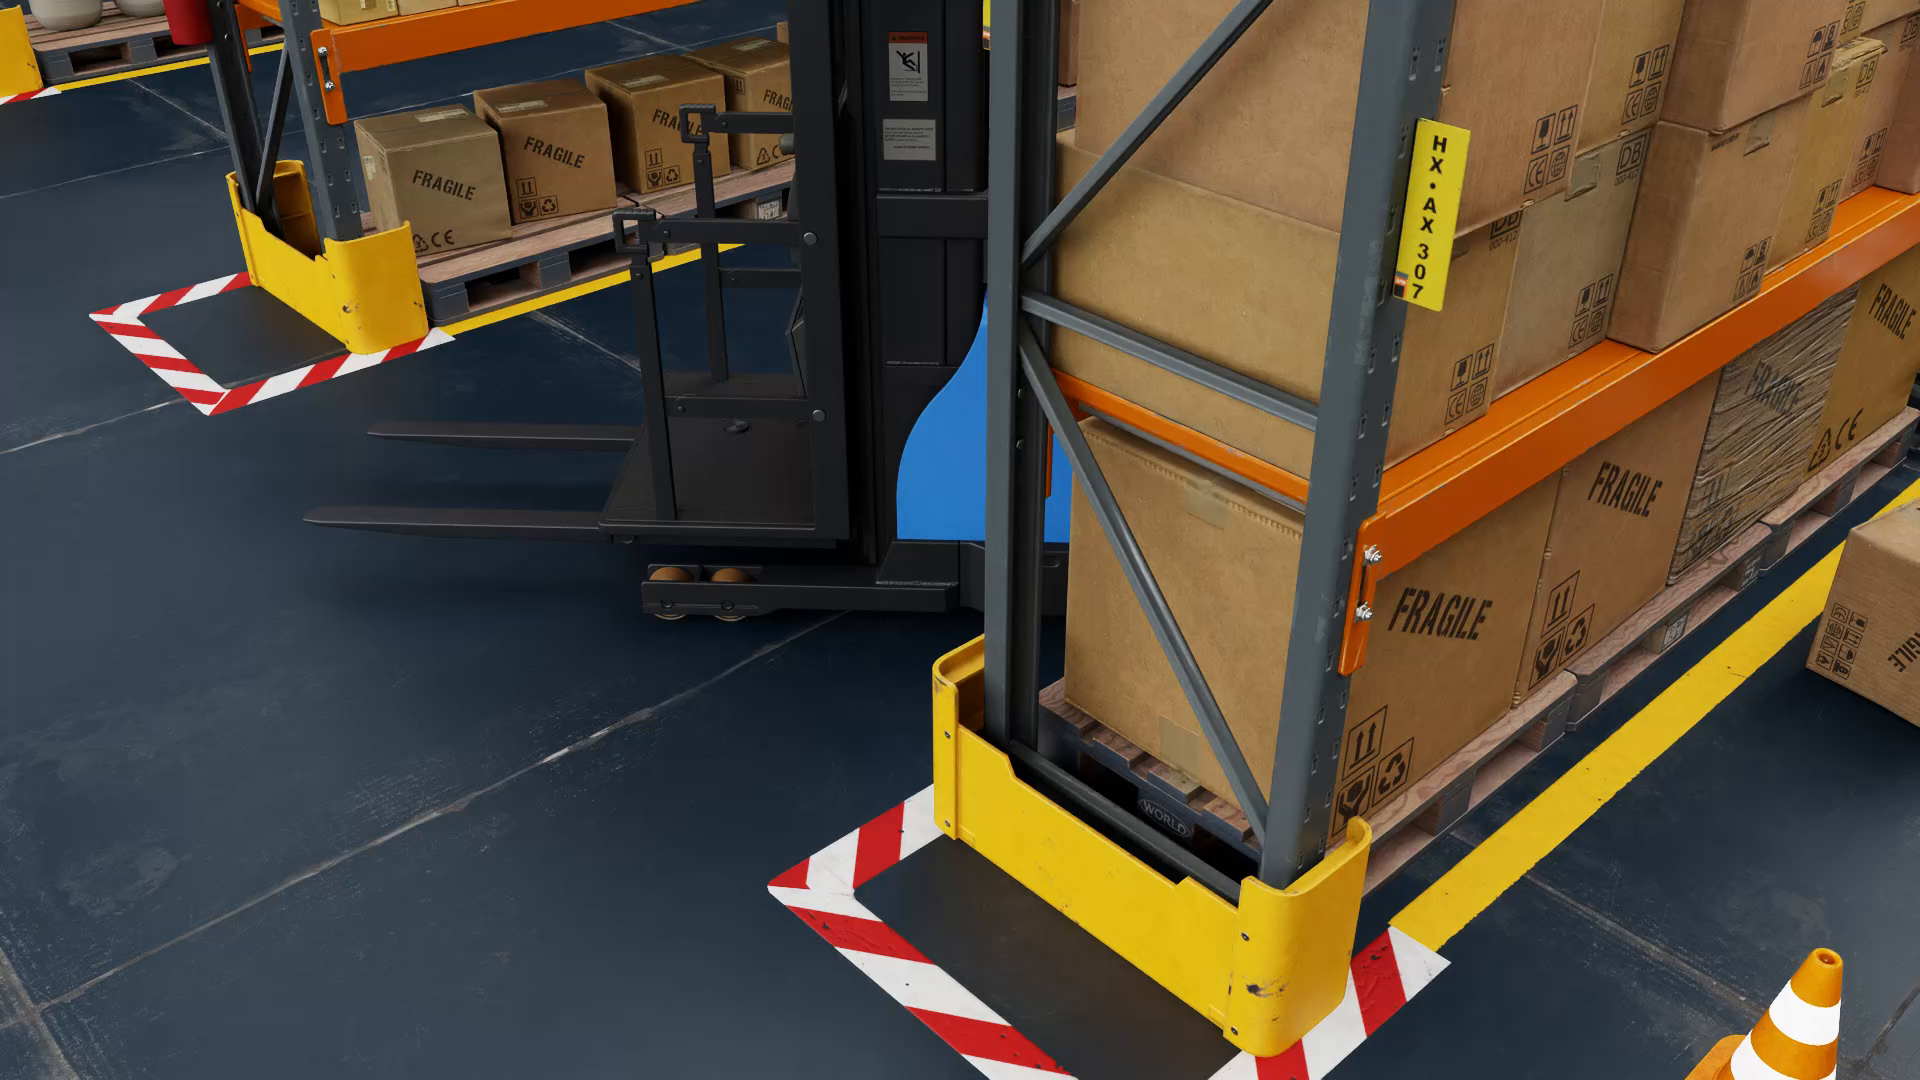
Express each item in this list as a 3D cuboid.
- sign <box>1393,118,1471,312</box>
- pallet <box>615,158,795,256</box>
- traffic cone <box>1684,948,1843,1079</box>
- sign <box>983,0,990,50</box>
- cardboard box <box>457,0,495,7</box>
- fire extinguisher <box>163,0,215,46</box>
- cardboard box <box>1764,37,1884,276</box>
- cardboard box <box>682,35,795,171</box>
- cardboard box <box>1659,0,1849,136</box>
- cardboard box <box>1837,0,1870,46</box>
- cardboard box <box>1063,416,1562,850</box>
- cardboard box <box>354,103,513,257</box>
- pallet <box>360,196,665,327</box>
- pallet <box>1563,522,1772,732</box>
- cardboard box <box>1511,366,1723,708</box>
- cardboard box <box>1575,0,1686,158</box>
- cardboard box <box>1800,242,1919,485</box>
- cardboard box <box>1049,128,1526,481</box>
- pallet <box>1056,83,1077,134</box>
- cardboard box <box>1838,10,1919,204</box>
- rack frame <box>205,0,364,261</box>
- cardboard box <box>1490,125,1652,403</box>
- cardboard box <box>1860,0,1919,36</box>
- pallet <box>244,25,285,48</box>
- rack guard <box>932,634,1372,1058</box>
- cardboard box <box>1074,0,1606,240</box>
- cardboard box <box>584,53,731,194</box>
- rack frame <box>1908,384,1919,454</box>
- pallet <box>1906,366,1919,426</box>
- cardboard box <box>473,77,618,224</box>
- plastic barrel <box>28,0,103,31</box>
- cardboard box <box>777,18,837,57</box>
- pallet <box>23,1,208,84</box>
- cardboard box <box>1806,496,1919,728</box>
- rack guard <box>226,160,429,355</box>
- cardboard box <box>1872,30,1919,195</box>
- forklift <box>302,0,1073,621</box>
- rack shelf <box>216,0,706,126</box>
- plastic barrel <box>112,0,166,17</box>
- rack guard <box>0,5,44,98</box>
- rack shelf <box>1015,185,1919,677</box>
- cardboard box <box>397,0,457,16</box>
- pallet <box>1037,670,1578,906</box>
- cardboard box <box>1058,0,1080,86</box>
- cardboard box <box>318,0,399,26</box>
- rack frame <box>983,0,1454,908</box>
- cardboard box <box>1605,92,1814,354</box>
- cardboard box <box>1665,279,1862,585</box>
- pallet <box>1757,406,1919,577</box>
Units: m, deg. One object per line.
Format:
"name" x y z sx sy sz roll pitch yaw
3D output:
"sign" 0.817 -0.561 2.887 0.005 0.325 0.100 -26 40 -35
"pallet" -1.285 -1.848 8.570 1.213 0.211 1.003 -26 40 -35
"traffic cone" 1.799 1.065 3.565 0.334 0.463 0.336 -26 40 -35
"sign" 0.085 -1.180 3.468 0.005 0.325 0.100 -26 40 -35
"cardboard box" -2.094 -2.373 6.996 0.250 0.149 0.380 -26 40 -35
"fire extinguisher" -3.252 -2.408 6.888 0.183 0.674 0.296 -26 40 -35
"cardboard box" 1.930 -1.143 4.601 0.500 0.550 0.875 -26 40 -35
"cardboard box" -1.059 -2.254 8.555 0.500 0.500 0.500 25 39 35
"cardboard box" 1.586 -1.391 3.971 0.550 0.550 0.875 -26 40 -35
"cardboard box" 1.886 -1.629 4.360 0.500 0.550 0.875 -26 40 -35
"cardboard box" 0.896 0.089 4.363 0.875 0.875 0.875 -26 40 -35
"cardboard box" -2.385 -1.634 7.540 0.500 0.500 0.500 -18 36 -27
"pallet" -2.179 -1.418 7.866 1.213 0.211 1.003 -26 40 -35
"pallet" 1.871 0.073 5.428 1.213 0.211 1.003 -26 40 -35
"cardboard box" 1.540 -0.224 4.875 0.875 0.875 0.875 -27 40 -36
"cardboard box" 1.083 -1.244 3.731 0.550 0.550 0.875 -26 40 -35
"cardboard box" 2.868 -0.868 5.928 0.875 0.875 0.875 -25 39 -35
"cardboard box" 0.685 -0.585 3.688 0.550 0.550 0.875 -26 40 -35
"pallet" 0.648 -2.812 10.146 1.213 0.211 1.003 -26 40 -35
"cardboard box" 2.250 -1.370 4.971 0.550 0.550 0.875 -26 40 -35
"rack frame" -2.855 -2.306 6.645 0.127 3.000 1.000 -26 40 -35
"cardboard box" 1.073 -0.789 4.021 0.550 0.550 0.875 -26 40 -35
"cardboard box" 2.269 -1.820 4.672 0.550 0.550 0.875 -26 40 -35
"pallet" -4.705 -3.772 11.717 1.213 0.211 1.003 -26 40 -35
"rack guard" 0.426 0.702 4.122 0.348 0.500 1.175 -26 40 -35
"cardboard box" 0.742 -1.014 3.354 0.550 0.550 0.875 -26 40 -35
"cardboard box" -1.498 -2.074 8.259 0.500 0.500 0.500 -22 38 -31
"rack frame" 3.377 -1.791 5.804 0.127 3.000 1.000 -26 40 -35
"pallet" 3.891 -0.904 7.026 1.213 0.211 1.003 -26 40 -35
"cardboard box" -1.970 -1.859 7.908 0.500 0.500 0.500 -15 35 -23
"plastic barrel" -5.792 -3.581 10.713 0.421 0.512 0.421 0 31 0
"cardboard box" -0.657 -2.505 8.964 0.500 0.500 0.500 -13 34 -21
"pallet" -5.599 -3.342 11.013 1.213 0.211 1.003 -26 40 -35
"cardboard box" 2.936 0.217 4.913 0.500 0.500 0.500 -19 36 -28
"rack guard" -2.799 -1.266 7.342 0.348 0.500 1.175 -26 40 -35
"cardboard box" 2.726 -1.516 5.210 0.550 0.550 0.875 -26 40 -35
"forklift" -0.624 -1.265 5.009 3.031 2.935 1.130 1 31 2
"rack shelf" -1.388 -2.708 7.993 4.000 0.370 1.077 -26 40 -35
"plastic barrel" -5.424 -3.759 11.004 0.421 0.512 0.421 0 31 0
"rack guard" -6.199 -3.179 10.470 0.348 0.500 1.175 -26 40 -35
"rack shelf" 1.910 -0.775 4.832 4.000 0.370 1.077 -26 40 -35
"cardboard box" -2.287 -2.290 6.860 0.250 0.149 0.380 -26 40 -35
"pallet" 0.977 0.504 4.724 1.213 0.211 1.003 -26 40 -35
"cardboard box" 0.543 -3.055 9.846 0.700 0.500 0.500 26 40 35
"cardboard box" -2.484 -2.208 6.727 0.250 0.149 0.380 -26 40 -35
"rack frame" 0.444 -0.373 3.484 0.127 3.000 1.000 -26 40 -35
"cardboard box" 1.569 -0.940 4.267 0.550 0.550 0.875 -26 40 -35
"cardboard box" 2.210 -0.547 5.403 0.875 0.875 0.875 -25 40 -35
"pallet" 2.766 -0.362 6.140 1.213 0.211 1.003 -26 40 -35
